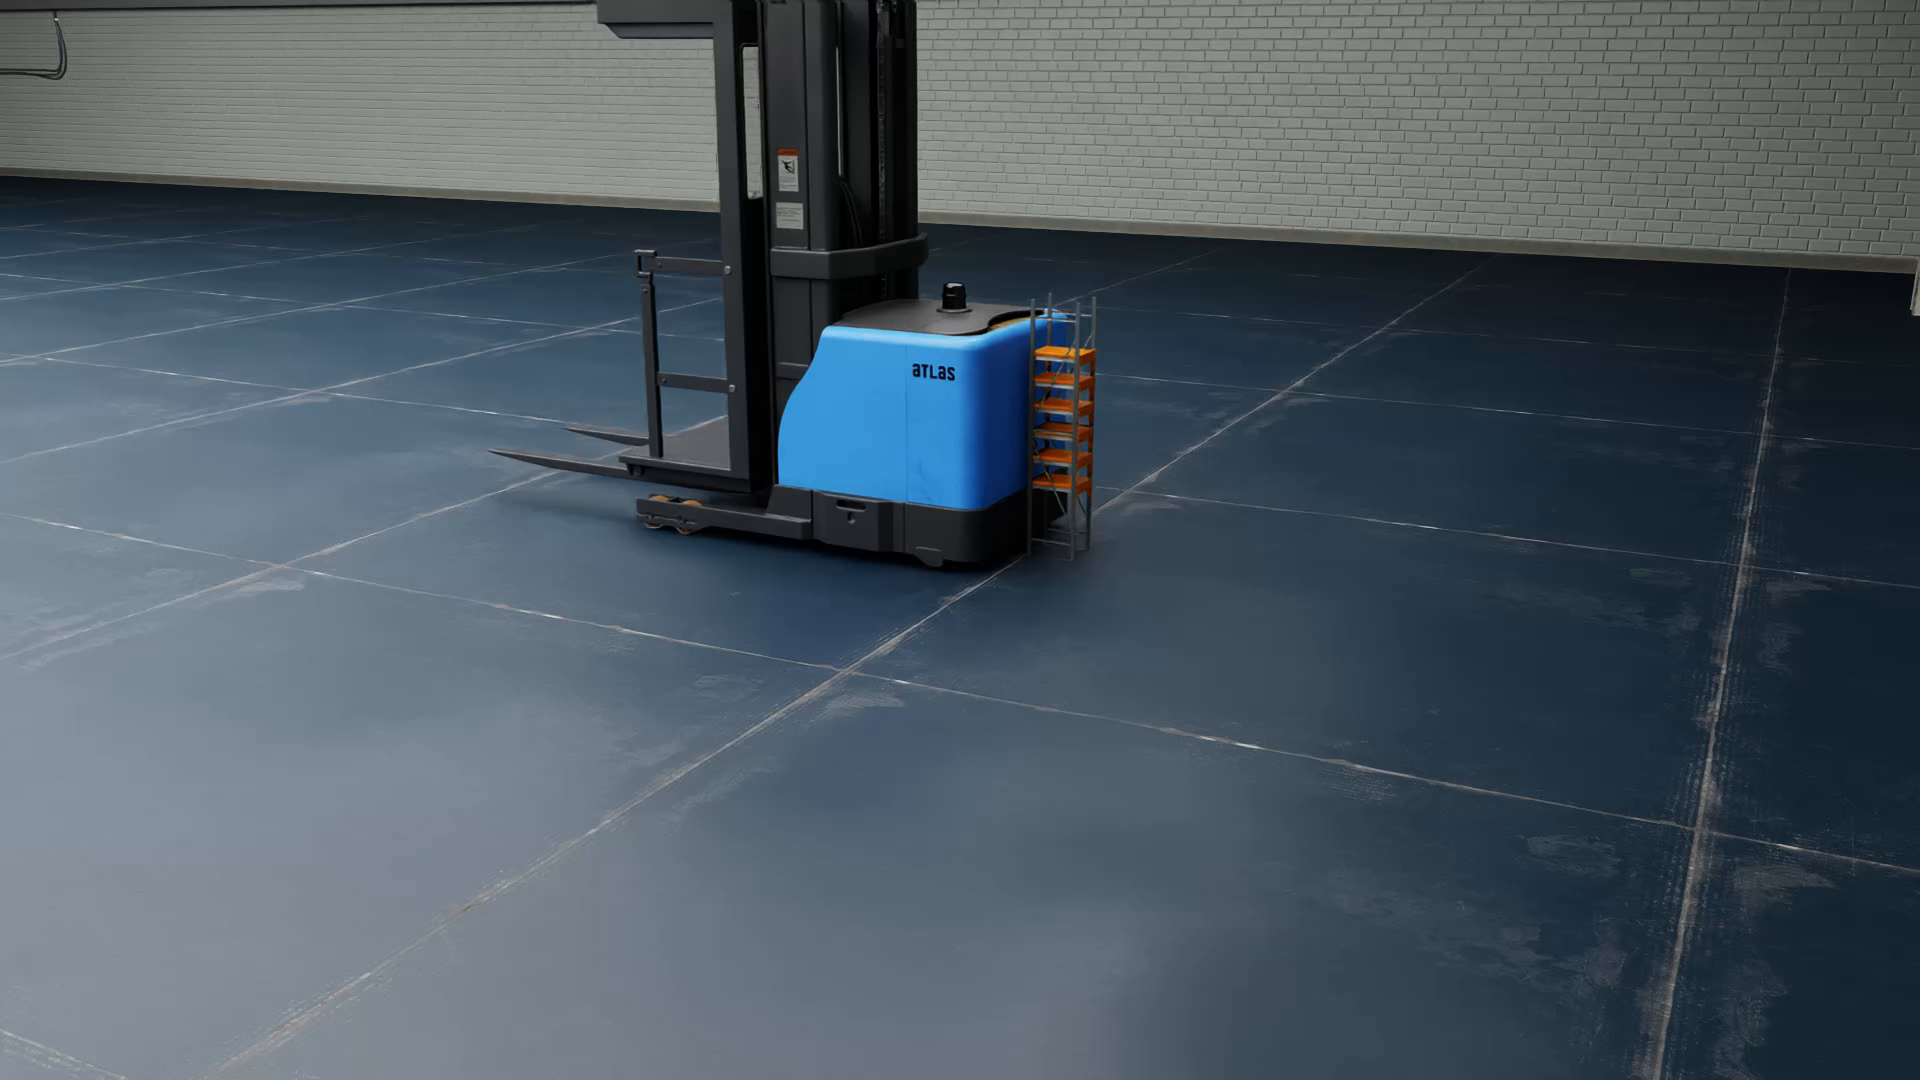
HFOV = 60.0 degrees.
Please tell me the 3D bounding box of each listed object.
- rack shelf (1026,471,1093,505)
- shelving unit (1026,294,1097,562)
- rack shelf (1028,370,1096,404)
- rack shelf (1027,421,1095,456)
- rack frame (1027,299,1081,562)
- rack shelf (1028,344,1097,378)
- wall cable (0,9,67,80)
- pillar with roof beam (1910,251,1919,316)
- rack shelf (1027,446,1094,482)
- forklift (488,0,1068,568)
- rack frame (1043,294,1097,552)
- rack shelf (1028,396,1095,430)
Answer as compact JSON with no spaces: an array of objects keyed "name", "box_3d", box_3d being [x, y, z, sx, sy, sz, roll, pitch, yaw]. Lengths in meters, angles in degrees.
[{"name":"rack shelf","box_3d":[0.463,-0.239,7.717,0.258,0.103,0.180,9,19,26]},{"name":"shelving unit","box_3d":[0.465,-0.511,7.635,0.258,1.200,0.189,9,19,26]},{"name":"rack shelf","box_3d":[0.465,-0.698,7.579,0.258,0.103,0.180,9,19,26]},{"name":"rack shelf","box_3d":[0.464,-0.469,7.648,0.258,0.103,0.180,9,19,26]},{"name":"rack frame","box_3d":[0.422,-0.488,7.558,0.240,1.200,0.006,9,19,26]},{"name":"rack shelf","box_3d":[0.466,-0.813,7.545,0.258,0.103,0.180,9,19,26]},{"name":"wall cable","box_3d":[-17.017,-9.440,29.455,3.097,2.526,0.112,8,18,25]},{"name":"pillar with roof beam","box_3d":[4.813,-6.886,15.404,9.100,9.000,0.400,8,18,25]},{"name":"rack shelf","box_3d":[0.464,-0.354,7.683,0.258,0.103,0.180,9,19,26]},{"name":"forklift","box_3d":[-1.018,-1.555,8.113,3.031,2.935,1.130,8,18,26]},{"name":"rack frame","box_3d":[0.507,-0.534,7.713,0.240,1.200,0.006,9,19,26]},{"name":"rack shelf","box_3d":[0.465,-0.583,7.614,0.258,0.103,0.180,9,19,26]}]
